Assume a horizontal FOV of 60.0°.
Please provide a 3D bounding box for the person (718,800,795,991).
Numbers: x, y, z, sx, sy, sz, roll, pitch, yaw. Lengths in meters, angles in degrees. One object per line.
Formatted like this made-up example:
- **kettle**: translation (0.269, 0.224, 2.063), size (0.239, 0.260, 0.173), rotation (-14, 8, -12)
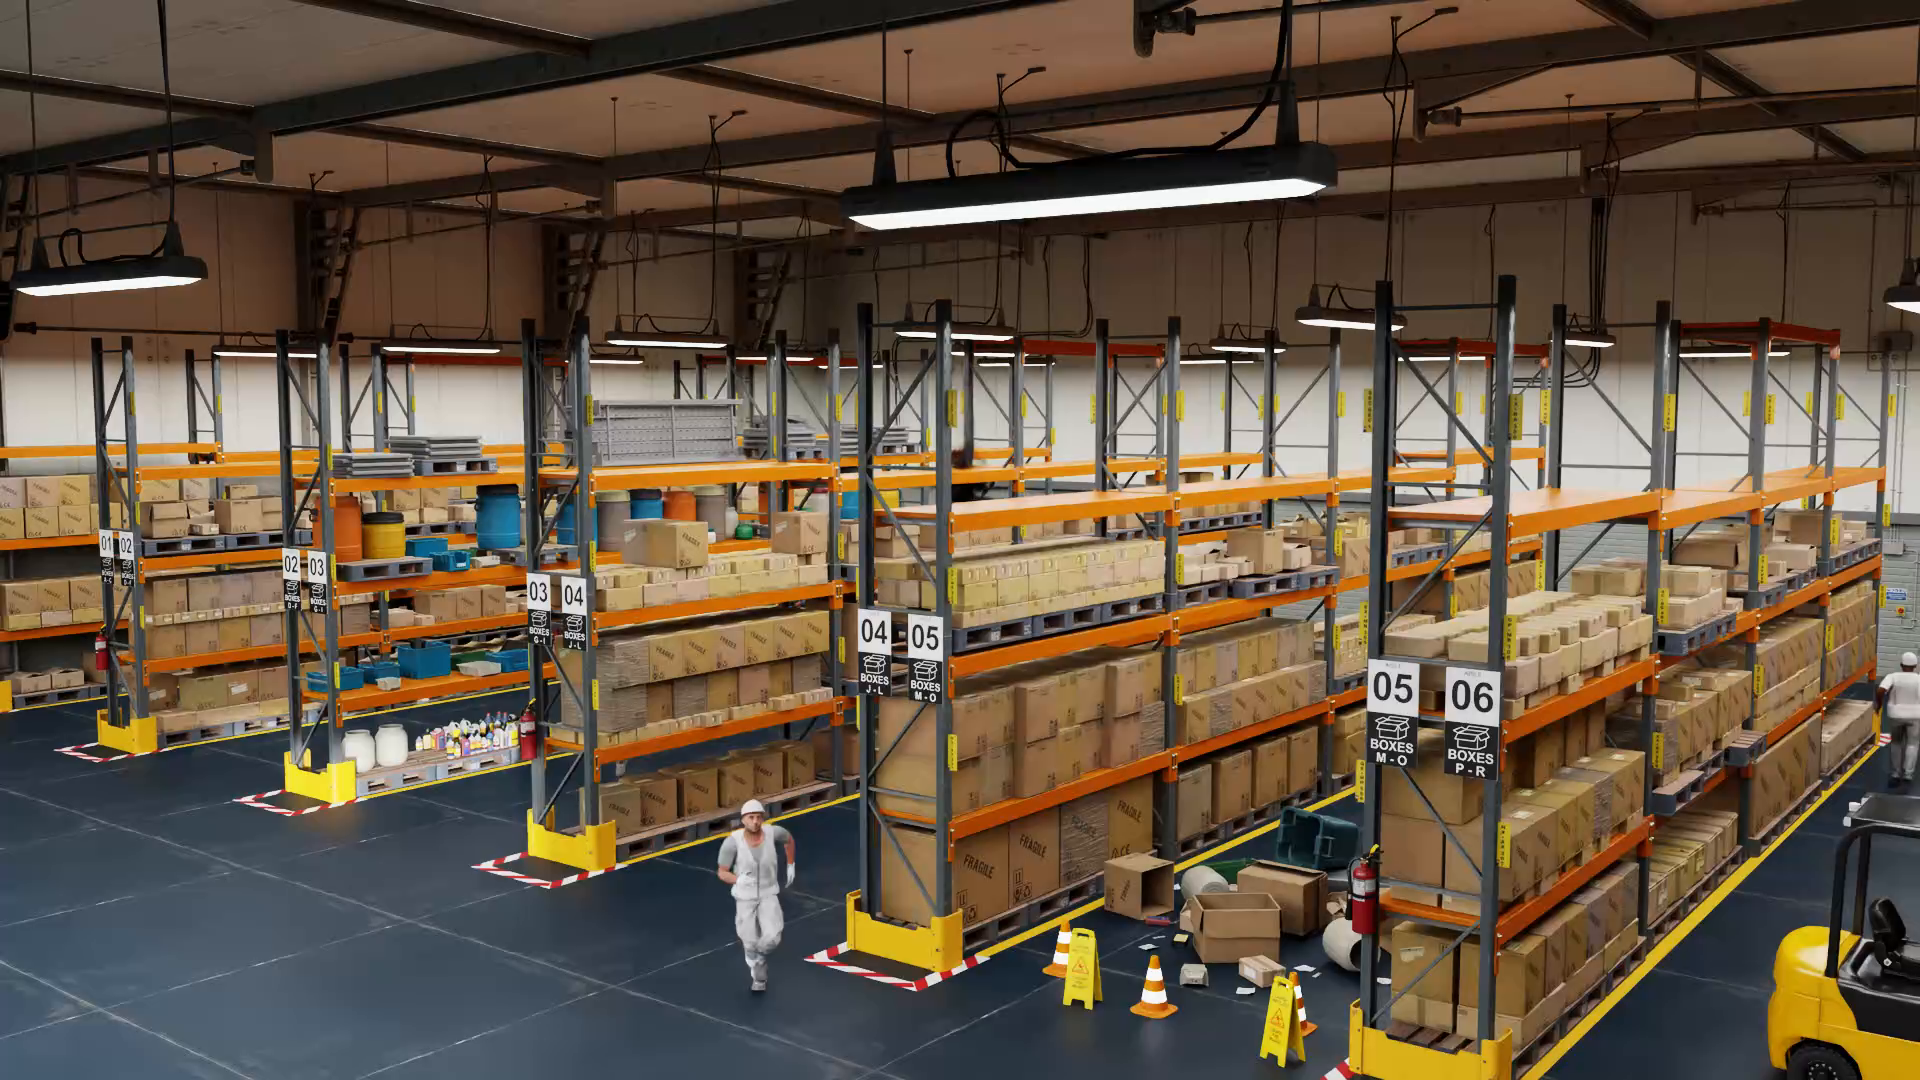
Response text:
- **person**: translation (-1.707, 3.056, 14.180), size (0.707, 1.727, 0.709), rotation (-2, 5, -17)

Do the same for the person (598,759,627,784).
- **person**: translation (-4.749, 2.378, 21.948), size (0.709, 1.761, 0.859), rotation (2, 5, 18)

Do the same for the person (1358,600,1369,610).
- **person**: translation (6.698, 1.881, 27.691), size (0.695, 1.771, 0.982), rotation (4, 7, 40)

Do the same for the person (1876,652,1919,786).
- **person**: translation (12.452, 2.353, 21.900), size (0.690, 1.779, 0.939), rotation (3, 6, 31)
